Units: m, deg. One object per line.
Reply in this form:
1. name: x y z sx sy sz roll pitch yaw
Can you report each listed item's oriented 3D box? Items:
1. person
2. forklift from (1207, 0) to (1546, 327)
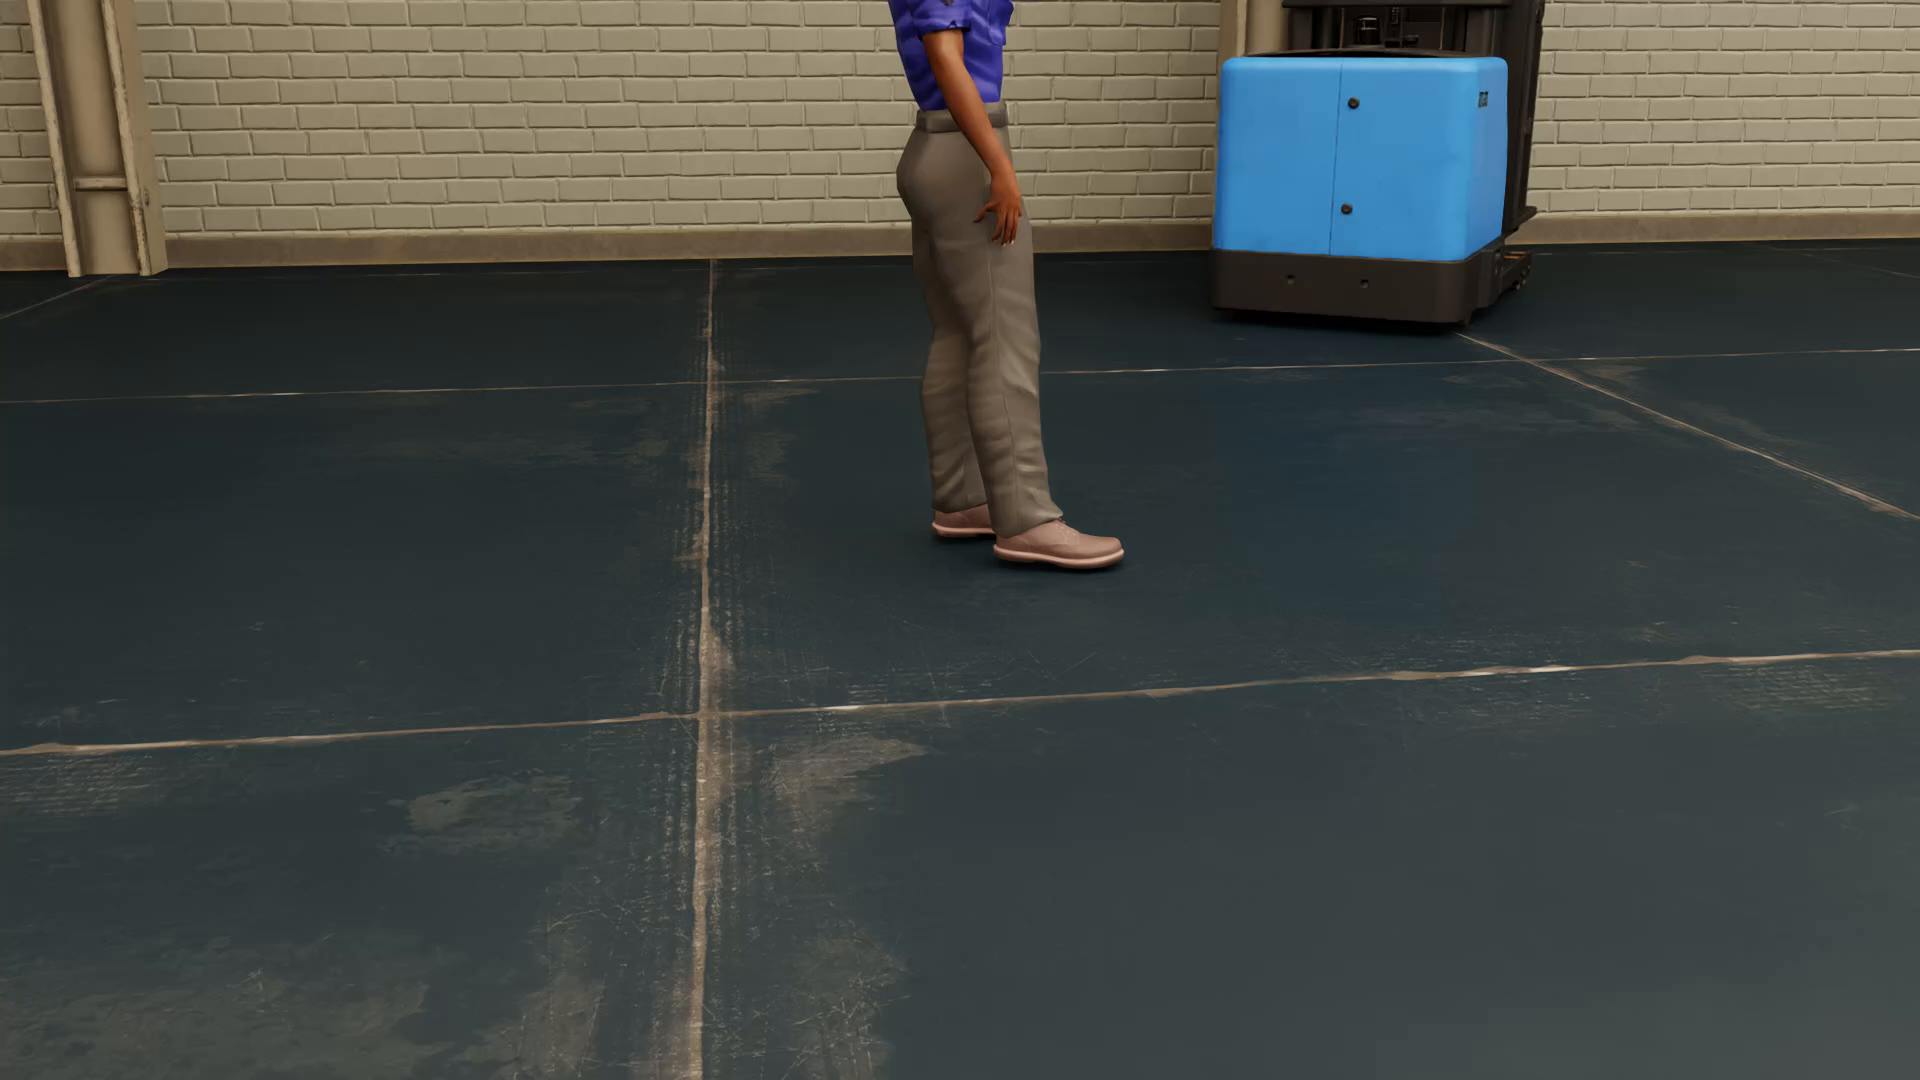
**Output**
1. person: 0.090 -0.797 3.719 0.503 1.656 0.570 -2 17 -8
2. forklift: 2.134 -2.639 7.642 1.130 2.935 3.031 8 18 24
